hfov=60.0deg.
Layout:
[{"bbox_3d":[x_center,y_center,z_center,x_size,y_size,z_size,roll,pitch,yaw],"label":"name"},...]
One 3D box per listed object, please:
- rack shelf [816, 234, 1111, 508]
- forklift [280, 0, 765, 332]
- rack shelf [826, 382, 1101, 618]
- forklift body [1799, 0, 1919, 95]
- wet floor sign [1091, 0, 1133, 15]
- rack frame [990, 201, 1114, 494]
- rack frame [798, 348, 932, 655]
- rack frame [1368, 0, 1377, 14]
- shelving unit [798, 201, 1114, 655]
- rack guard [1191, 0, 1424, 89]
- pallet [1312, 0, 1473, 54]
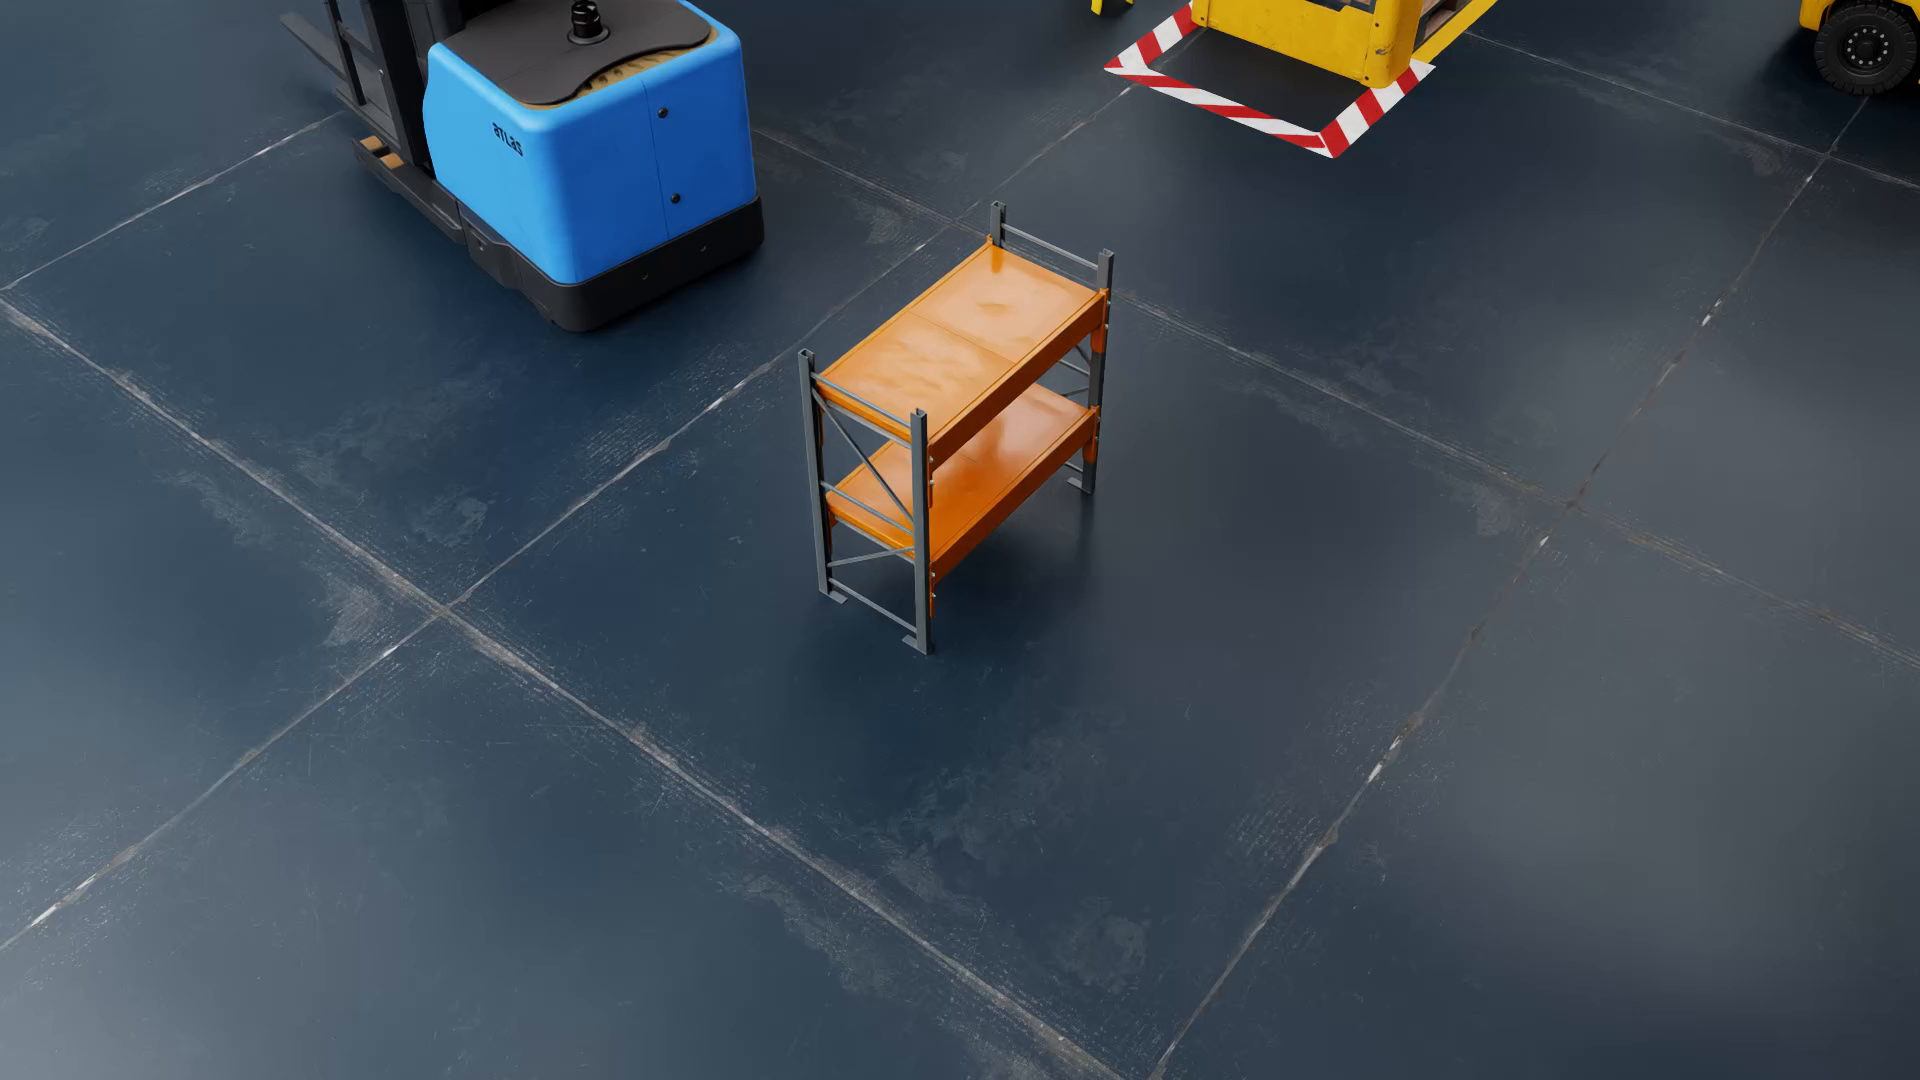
[{"bbox_3d":[0.004,-0.595,5.635,0.538,0.278,1.000,29,53,25],"label":"rack shelf"},{"bbox_3d":[-2.225,-2.877,6.971,1.130,2.935,3.031,-33,54,-27],"label":"forklift"},{"bbox_3d":[0.004,-0.224,6.024,0.538,0.278,1.000,29,53,25],"label":"rack shelf"},{"bbox_3d":[5.380,-3.026,7.653,2.313,2.155,1.214,29,53,25],"label":"forklift body"},{"bbox_3d":[0.771,-3.171,8.832,0.232,0.644,0.267,-25,51,-22],"label":"wet floor sign"},{"bbox_3d":[0.315,-0.683,6.125,0.500,1.125,0.032,29,53,25],"label":"rack frame"},{"bbox_3d":[-0.307,-0.102,5.569,0.500,1.125,0.032,29,53,25],"label":"rack frame"},{"bbox_3d":[1.734,-3.619,7.633,1.000,3.000,0.127,29,53,25],"label":"rack frame"},{"bbox_3d":[0.004,-0.392,5.847,0.538,1.125,1.048,29,53,25],"label":"shelving unit"},{"bbox_3d":[1.781,-2.800,8.579,1.175,0.500,0.348,29,53,25],"label":"rack guard"},{"bbox_3d":[2.306,-3.149,9.112,1.003,0.211,1.213,29,53,25],"label":"pallet"}]
